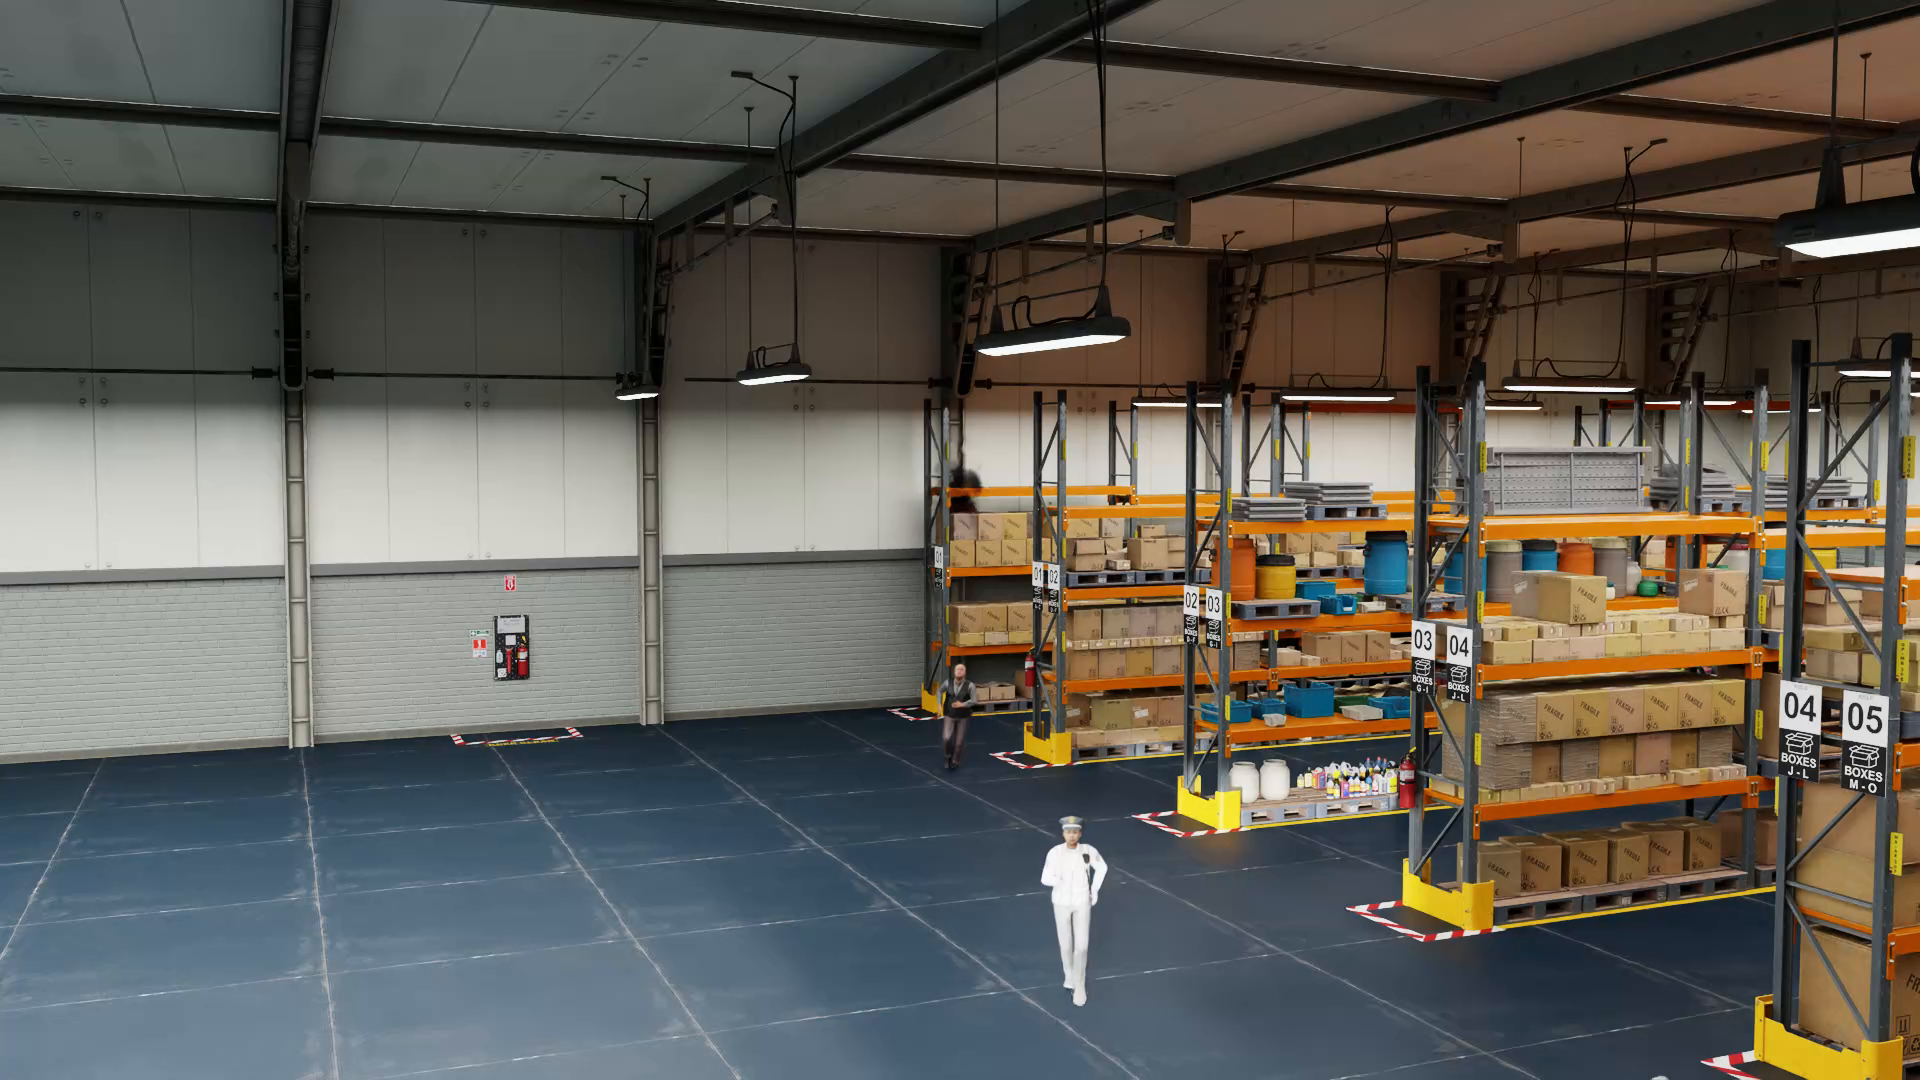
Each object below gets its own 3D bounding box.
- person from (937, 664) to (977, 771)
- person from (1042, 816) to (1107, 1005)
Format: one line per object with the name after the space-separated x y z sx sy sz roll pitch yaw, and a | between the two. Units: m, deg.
-0.051 2.781 26.036 0.647 1.674 0.612 0 3 1 | person
1.051 3.415 15.416 0.592 1.729 0.684 1 3 9 | person
